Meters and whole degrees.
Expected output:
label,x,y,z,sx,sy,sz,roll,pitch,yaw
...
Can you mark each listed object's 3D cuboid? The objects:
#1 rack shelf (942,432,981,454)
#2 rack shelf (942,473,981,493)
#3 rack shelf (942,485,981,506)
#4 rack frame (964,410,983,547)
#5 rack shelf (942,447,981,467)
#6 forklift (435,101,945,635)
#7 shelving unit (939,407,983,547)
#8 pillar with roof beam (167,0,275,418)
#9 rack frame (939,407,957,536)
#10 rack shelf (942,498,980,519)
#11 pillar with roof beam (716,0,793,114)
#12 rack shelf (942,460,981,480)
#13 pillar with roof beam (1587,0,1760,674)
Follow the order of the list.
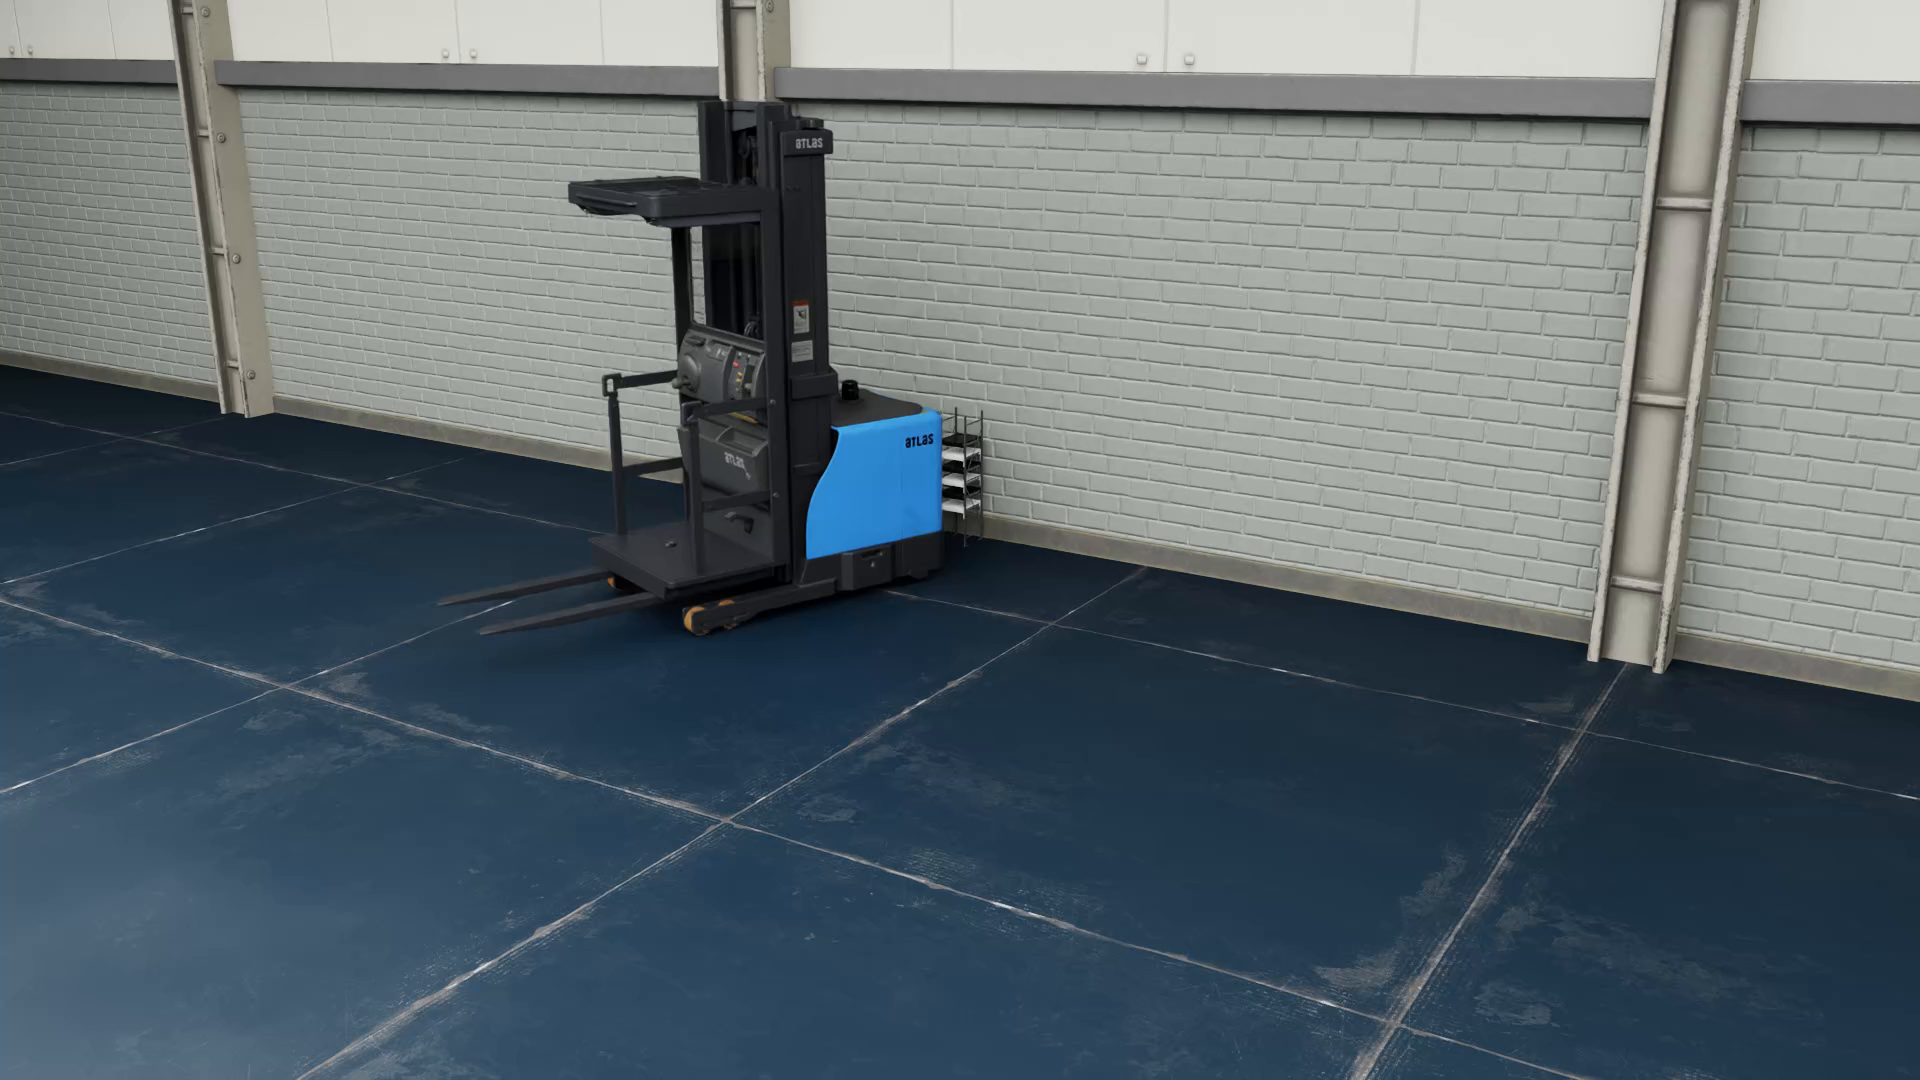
label,x,y,z,sx,sy,sz,roll,pitch,yaw
rack shelf,0.004,-0.653,11.170,0.200,0.077,0.258,10,20,30
rack shelf,0.004,-0.395,11.248,0.200,0.077,0.258,10,20,30
rack shelf,0.004,-0.309,11.274,0.200,0.077,0.258,10,20,30
rack frame,0.091,-0.412,11.188,0.006,0.900,0.240,10,20,30
rack shelf,0.004,-0.567,11.196,0.200,0.077,0.258,10,20,30
forklift,-1.578,-1.026,9.716,3.031,2.935,1.130,-12,21,-35
shelving unit,0.004,-0.427,11.238,0.210,0.900,0.258,10,20,30
pillar with roof beam,-8.763,-4.409,10.412,0.400,9.000,9.100,10,20,30
rack frame,-0.084,-0.442,11.288,0.006,0.900,0.240,10,20,30
rack shelf,0.004,-0.223,11.300,0.200,0.077,0.258,10,20,30
pillar with roof beam,-3.650,-3.496,7.408,0.400,9.000,9.100,10,20,30
rack shelf,0.004,-0.481,11.222,0.200,0.077,0.258,10,20,30
pillar with roof beam,1.463,-2.583,4.403,0.400,9.000,9.100,10,20,30
